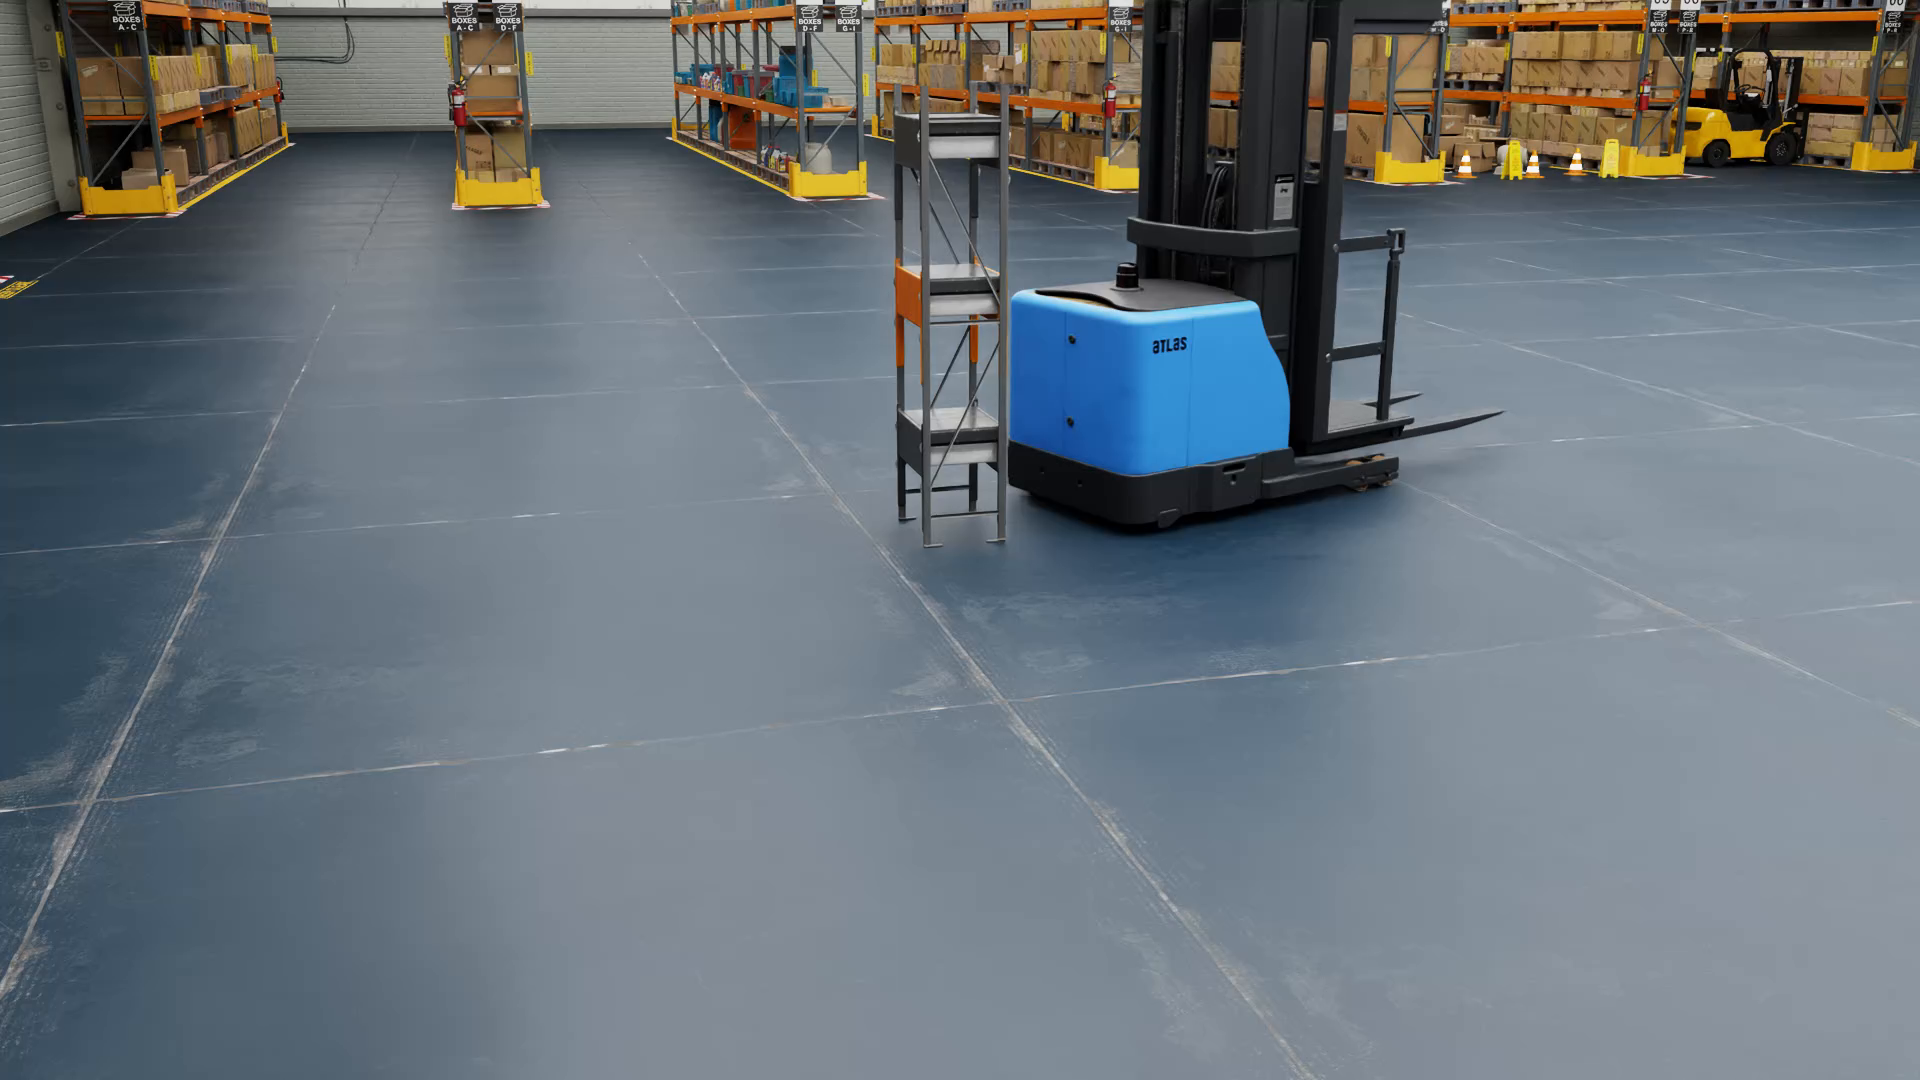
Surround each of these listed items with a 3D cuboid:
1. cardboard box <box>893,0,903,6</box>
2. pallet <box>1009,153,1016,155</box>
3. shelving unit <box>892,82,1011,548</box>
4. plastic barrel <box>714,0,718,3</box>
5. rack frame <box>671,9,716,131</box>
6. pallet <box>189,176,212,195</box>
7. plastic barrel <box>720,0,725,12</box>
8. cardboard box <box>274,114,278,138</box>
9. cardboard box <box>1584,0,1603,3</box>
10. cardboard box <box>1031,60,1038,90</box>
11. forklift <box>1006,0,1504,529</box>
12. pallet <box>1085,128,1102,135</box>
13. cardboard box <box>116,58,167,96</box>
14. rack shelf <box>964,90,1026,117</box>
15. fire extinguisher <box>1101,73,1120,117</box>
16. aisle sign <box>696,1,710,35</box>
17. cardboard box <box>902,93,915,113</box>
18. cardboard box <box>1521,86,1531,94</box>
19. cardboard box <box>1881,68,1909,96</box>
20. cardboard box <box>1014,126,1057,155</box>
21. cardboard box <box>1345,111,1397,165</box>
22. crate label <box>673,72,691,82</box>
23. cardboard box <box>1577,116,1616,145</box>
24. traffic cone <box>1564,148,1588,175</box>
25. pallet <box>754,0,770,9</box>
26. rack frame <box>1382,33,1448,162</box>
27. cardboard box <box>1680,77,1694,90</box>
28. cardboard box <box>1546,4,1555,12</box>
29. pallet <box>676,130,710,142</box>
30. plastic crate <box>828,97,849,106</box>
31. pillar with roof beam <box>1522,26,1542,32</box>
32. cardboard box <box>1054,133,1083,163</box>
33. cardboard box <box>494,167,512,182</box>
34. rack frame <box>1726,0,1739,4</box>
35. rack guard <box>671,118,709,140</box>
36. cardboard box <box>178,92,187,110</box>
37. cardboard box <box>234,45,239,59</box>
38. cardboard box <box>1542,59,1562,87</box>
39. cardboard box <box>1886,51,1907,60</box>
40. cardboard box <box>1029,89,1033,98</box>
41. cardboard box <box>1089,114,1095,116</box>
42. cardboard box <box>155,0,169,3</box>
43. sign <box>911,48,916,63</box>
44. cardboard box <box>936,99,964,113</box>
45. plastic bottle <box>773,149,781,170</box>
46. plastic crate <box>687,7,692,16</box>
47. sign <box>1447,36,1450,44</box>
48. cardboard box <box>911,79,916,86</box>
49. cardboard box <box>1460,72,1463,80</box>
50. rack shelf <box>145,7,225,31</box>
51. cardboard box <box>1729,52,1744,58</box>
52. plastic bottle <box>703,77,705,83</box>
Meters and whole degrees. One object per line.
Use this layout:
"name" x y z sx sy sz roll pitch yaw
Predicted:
"cardboard box" -1.183 -12.859 39.256 0.700 0.500 0.500 -6 18 -19
"pallet" 1.139 -7.468 32.447 1.003 0.211 1.213 -5 17 -15
"shelving unit" -0.045 -1.051 7.802 0.431 2.100 0.503 -5 17 -15
"plastic barrel" -4.800 -11.146 33.665 0.433 0.535 0.433 0 17 0
"rack frame" -6.367 -11.178 39.951 1.000 3.000 0.127 -5 17 -15
"pallet" -12.376 -5.557 26.085 1.003 0.211 1.213 -5 17 -15
"plastic barrel" -4.377 -10.345 31.770 0.421 0.512 0.421 0 17 0
"cardboard box" -15.604 -9.213 37.024 0.700 0.500 0.500 -5 17 -15
"cardboard box" 11.637 -9.837 30.017 0.500 0.250 0.500 -4 17 -14
"cardboard box" 1.758 -8.311 29.716 0.875 0.500 0.500 -5 17 -15
"forklift" 1.740 -1.770 8.749 3.031 2.935 1.130 -11 20 -33
"pallet" 3.734 -10.013 40.919 1.003 0.211 1.213 -5 17 -15
"cardboard box" -11.337 -6.422 23.039 0.500 0.500 0.500 -5 17 -15
"rack shelf" 1.144 -8.459 32.149 1.077 0.370 4.000 -5 17 -15
"fire extinguisher" 2.381 -7.039 26.305 0.296 0.674 0.183 -5 17 -15
"aisle sign" -6.105 -12.466 39.720 0.394 0.787 0.004 -5 17 -15
"cardboard box" -0.857 -10.085 39.274 0.875 0.875 0.875 -5 17 -15
"cardboard box" 11.119 -8.735 32.255 0.380 0.149 0.250 -4 17 -14
"cardboard box" 17.224 -8.528 30.954 0.500 0.500 0.500 -4 17 -13
"cardboard box" 1.432 -7.569 31.516 0.700 0.500 0.500 -5 17 -16
"cardboard box" 7.096 -7.117 29.395 0.875 0.875 0.875 -5 17 -16
"crate label" -6.615 -11.032 39.652 0.416 0.233 0.303 -5 17 -15
"cardboard box" 11.704 -7.516 30.505 0.500 0.500 0.500 -4 17 -13
"traffic cone" 10.963 -6.729 29.550 0.336 0.463 0.334 -5 17 -15
"pallet" -2.777 -9.013 27.857 1.213 0.211 1.003 -5 17 -15
"rack frame" 7.590 -7.508 27.733 1.000 3.000 0.127 -5 17 -15
"cardboard box" 15.460 -9.613 35.001 0.500 0.250 0.500 -5 17 -16
"cardboard box" 11.295 -10.035 31.369 0.380 0.149 0.250 -4 17 -14
"pallet" -6.177 -9.611 39.582 1.003 0.211 1.213 -5 17 -15
"plastic crate" -1.906 -6.899 26.164 0.298 0.136 0.250 -5 17 -15
"pillar with roof beam" 10.331 -14.437 40.371 9.100 9.000 0.400 -5 17 -15
"cardboard box" 1.930 -6.983 29.599 0.500 0.500 0.500 1 17 2
"cardboard box" -6.808 -5.550 25.264 0.500 0.250 0.500 -5 17 -15
"rack frame" 15.993 -12.300 33.259 1.000 3.000 0.127 -5 17 -15
"rack guard" -6.386 -9.987 40.329 1.175 0.500 0.348 -5 17 -15
"cardboard box" -11.751 -6.491 24.572 0.500 0.250 0.500 -5 17 -15
"cardboard box" -13.860 -9.174 31.248 0.500 0.250 0.500 -5 17 -15
"cardboard box" 11.361 -8.804 31.355 0.500 0.500 0.500 -5 17 -16
"cardboard box" 17.206 -8.932 30.654 0.380 0.149 0.250 -5 17 -16
"cardboard box" 1.463 -8.047 29.963 0.380 0.149 0.250 -5 17 -15
"cardboard box" 3.390 -10.520 40.952 0.380 0.149 0.250 -4 17 -14
"cardboard box" -11.774 -8.017 24.003 0.500 0.500 0.500 -4 17 -12
"sign" -1.038 -10.871 37.287 0.100 0.325 0.005 -5 17 -15
"cardboard box" 0.187 -8.980 35.597 1.225 0.875 0.875 -5 17 -15
"plastic bottle" -3.026 -6.323 27.629 0.144 0.351 0.185 -4 17 -13
"plastic crate" -5.674 -11.500 36.177 0.450 0.188 0.662 -5 17 -15
"sign" 13.235 -13.491 45.088 0.100 0.325 0.005 -5 17 -15
"cardboard box" -0.904 -10.401 37.802 0.380 0.149 0.250 -5 17 -15
"cardboard box" 10.575 -9.599 34.402 0.380 0.149 0.250 -5 18 -17
"rack shelf" -13.144 -8.721 27.807 1.077 0.370 4.000 -5 17 -15
"cardboard box" 15.796 -9.817 33.600 0.380 0.149 0.250 -4 17 -14
"plastic bottle" -5.400 -9.716 35.308 0.097 0.271 0.097 0 17 0
